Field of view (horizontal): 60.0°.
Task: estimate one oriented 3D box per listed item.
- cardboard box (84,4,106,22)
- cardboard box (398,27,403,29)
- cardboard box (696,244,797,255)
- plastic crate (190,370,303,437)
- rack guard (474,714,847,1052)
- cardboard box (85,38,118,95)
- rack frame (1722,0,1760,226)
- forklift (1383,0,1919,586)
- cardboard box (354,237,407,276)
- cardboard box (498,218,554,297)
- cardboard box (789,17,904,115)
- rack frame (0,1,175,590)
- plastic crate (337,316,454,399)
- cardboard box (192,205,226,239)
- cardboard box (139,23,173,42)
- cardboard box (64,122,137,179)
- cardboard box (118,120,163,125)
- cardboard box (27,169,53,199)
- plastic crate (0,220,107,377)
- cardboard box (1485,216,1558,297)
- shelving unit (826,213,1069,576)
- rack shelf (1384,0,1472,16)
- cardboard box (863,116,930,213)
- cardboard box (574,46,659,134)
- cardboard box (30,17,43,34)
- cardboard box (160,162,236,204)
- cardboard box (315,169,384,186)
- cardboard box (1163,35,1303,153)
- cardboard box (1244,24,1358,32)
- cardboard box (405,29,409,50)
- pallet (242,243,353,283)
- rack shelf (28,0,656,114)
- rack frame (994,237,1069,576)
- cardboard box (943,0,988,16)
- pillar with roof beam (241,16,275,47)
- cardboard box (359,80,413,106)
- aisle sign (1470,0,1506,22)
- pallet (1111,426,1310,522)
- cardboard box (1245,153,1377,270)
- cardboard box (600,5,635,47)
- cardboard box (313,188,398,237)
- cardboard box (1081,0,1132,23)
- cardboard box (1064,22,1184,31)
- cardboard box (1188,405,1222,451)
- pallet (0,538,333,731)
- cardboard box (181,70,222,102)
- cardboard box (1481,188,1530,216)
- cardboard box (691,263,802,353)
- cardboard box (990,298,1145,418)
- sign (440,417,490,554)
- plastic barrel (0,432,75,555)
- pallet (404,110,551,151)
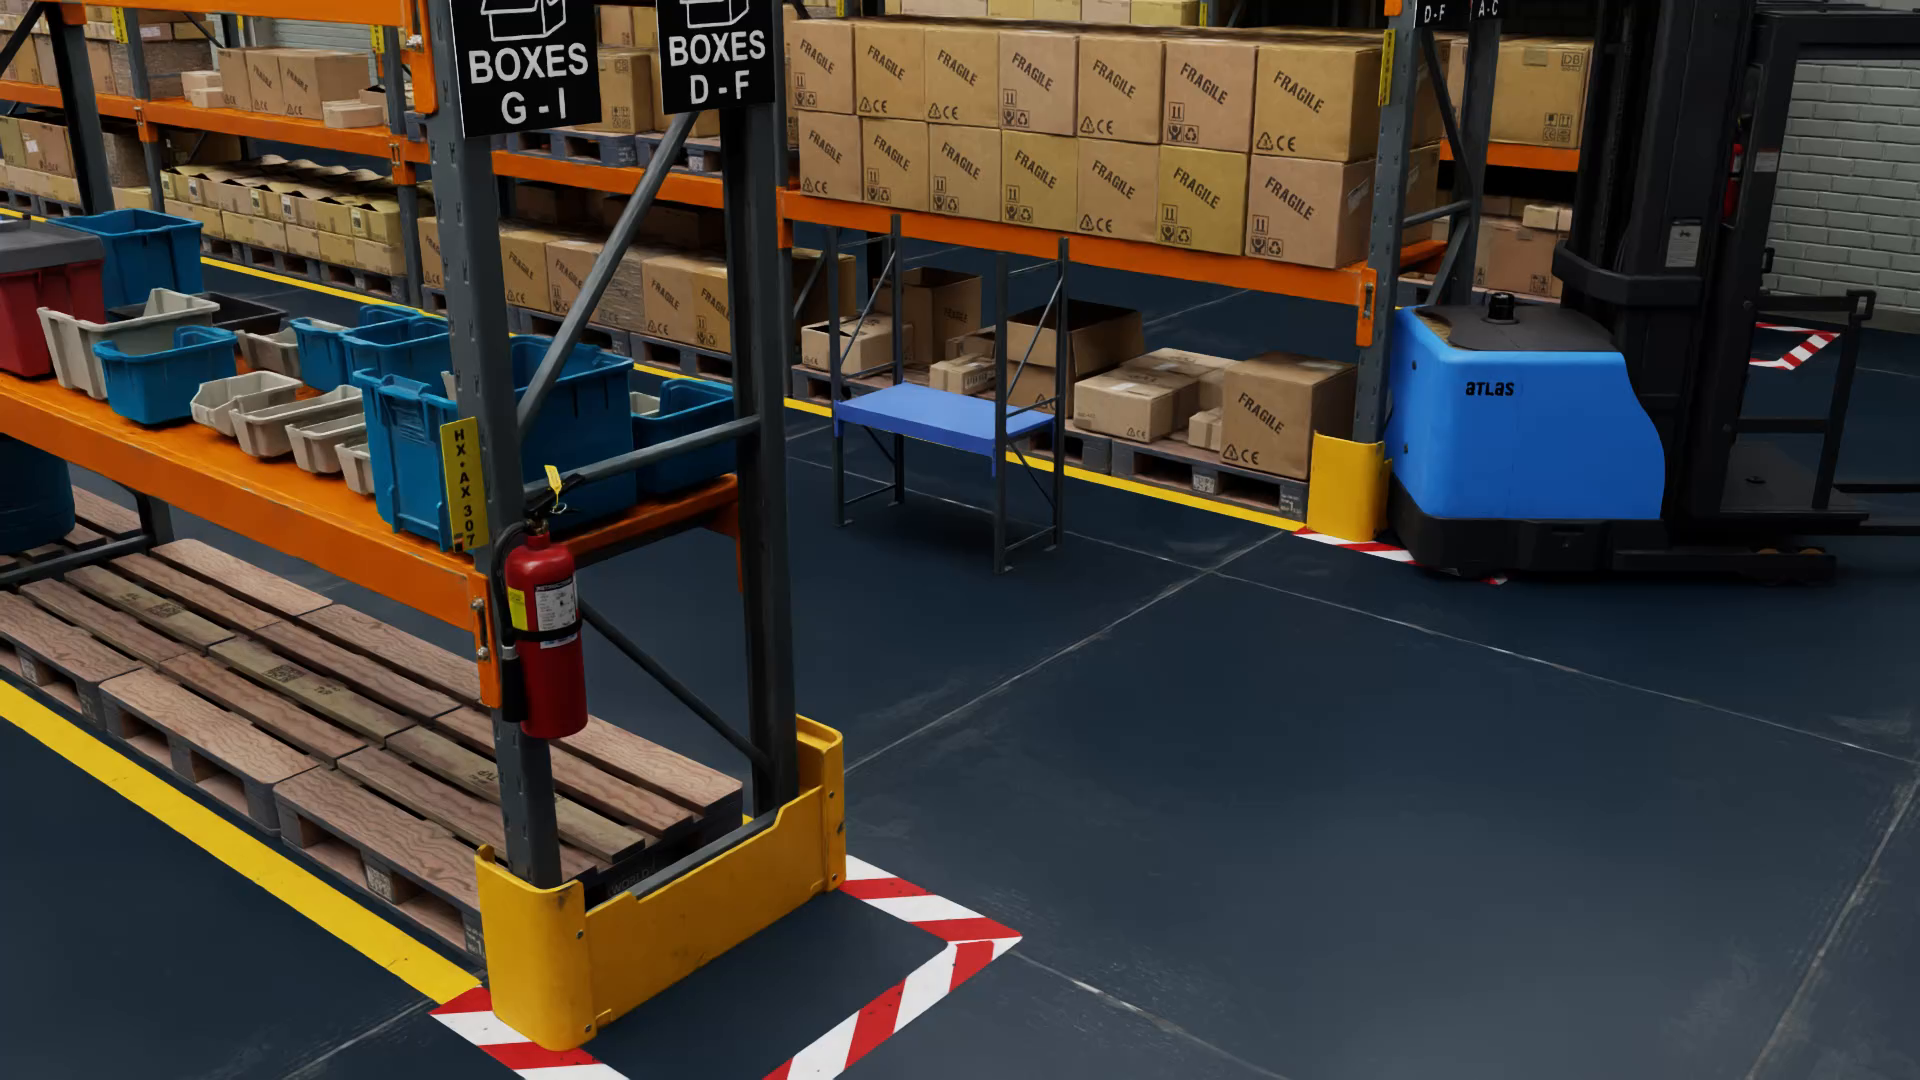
[{"bbox_3d":[-7.768,-5.104,15.471,0.500,0.500,0.700,16,26,36],"label":"cardboard box"},{"bbox_3d":[-6.817,-6.589,20.511,0.500,0.500,0.500,16,26,36],"label":"cardboard box"},{"bbox_3d":[-1.471,-1.782,11.562,0.500,0.500,0.500,17,26,37],"label":"cardboard box"},{"bbox_3d":[-2.300,-0.432,5.351,0.250,0.136,0.298,16,26,36],"label":"plastic crate"},{"bbox_3d":[-0.839,0.962,4.909,0.348,0.500,1.175,16,26,36],"label":"rack guard"},{"bbox_3d":[-7.788,-4.500,15.709,0.500,0.500,0.700,16,26,36],"label":"cardboard box"},{"bbox_3d":[5.399,-2.918,11.655,0.127,3.000,1.000,16,26,36],"label":"rack frame"},{"bbox_3d":[3.630,-1.351,7.598,3.031,2.935,1.130,0,21,1],"label":"forklift"},{"bbox_3d":[-4.490,-2.308,13.340,0.500,0.250,0.500,17,26,38],"label":"cardboard box"},{"bbox_3d":[-3.348,-2.089,12.376,0.500,0.500,0.500,15,25,34],"label":"cardboard box"},{"bbox_3d":[-0.643,-2.788,9.751,0.500,0.500,0.500,17,26,38],"label":"cardboard box"},{"bbox_3d":[-3.965,-1.102,6.840,0.127,3.000,1.000,16,26,36],"label":"rack frame"},{"bbox_3d":[-1.869,-0.598,5.656,0.300,0.233,0.416,16,26,36],"label":"plastic crate"},{"bbox_3d":[-6.477,-2.878,14.851,0.500,0.250,0.500,17,26,38],"label":"cardboard box"},{"bbox_3d":[-7.374,-4.593,15.035,0.250,0.149,0.380,16,26,36],"label":"cardboard box"},{"bbox_3d":[-8.295,-3.770,16.153,0.500,0.500,0.500,16,26,36],"label":"cardboard box"},{"bbox_3d":[-7.964,-3.913,16.533,0.500,0.500,0.500,16,26,36],"label":"cardboard box"},{"bbox_3d":[-9.075,-3.640,16.871,0.500,0.250,0.500,16,26,36],"label":"cardboard box"},{"bbox_3d":[-3.431,-0.892,6.108,0.583,0.464,0.402,16,26,36],"label":"plastic crate"},{"bbox_3d":[4.405,-2.185,12.659,0.500,0.500,0.700,16,26,36],"label":"cardboard box"},{"bbox_3d":[-0.066,-0.721,7.954,1.048,1.500,0.538,16,26,36],"label":"shelving unit"},{"bbox_3d":[0.720,-3.076,8.842,4.000,0.370,1.077,16,26,36],"label":"rack shelf"},{"bbox_3d":[-0.208,-2.201,9.611,0.500,0.500,0.500,17,26,37],"label":"cardboard box"},{"bbox_3d":[-2.237,-3.076,11.337,0.500,0.500,0.700,9,23,23],"label":"cardboard box"},{"bbox_3d":[-8.768,-4.993,16.097,0.250,0.149,0.380,16,26,37],"label":"cardboard box"},{"bbox_3d":[-6.865,-3.252,15.048,0.500,0.311,0.500,16,26,36],"label":"cardboard box"},{"bbox_3d":[-5.353,-3.061,14.541,0.500,0.311,0.500,16,26,36],"label":"cardboard box"},{"bbox_3d":[1.359,-2.214,8.230,0.500,0.500,0.500,17,26,38],"label":"cardboard box"},{"bbox_3d":[2.710,-3.825,13.635,0.700,0.700,0.980,17,26,37],"label":"cardboard box"},{"bbox_3d":[-6.409,-6.119,20.328,0.500,0.250,0.500,15,25,35],"label":"cardboard box"},{"bbox_3d":[-5.483,-2.510,14.524,1.213,0.211,1.003,16,26,36],"label":"pallet"},{"bbox_3d":[-2.415,-1.723,5.254,4.000,0.370,1.077,16,26,36],"label":"rack shelf"},{"bbox_3d":[0.328,-0.607,7.653,0.032,1.500,0.500,16,26,36],"label":"rack frame"},{"bbox_3d":[0.196,-4.847,15.116,0.500,0.250,0.500,16,26,37],"label":"cardboard box"},{"bbox_3d":[-13.278,-9.537,20.704,0.400,9.000,9.100,16,26,36],"label":"pillar with roof beam"},{"bbox_3d":[-4.499,-3.559,13.480,0.500,0.311,0.500,16,26,36],"label":"cardboard box"},{"bbox_3d":[2.508,-2.844,7.775,0.004,0.787,0.394,16,26,36],"label":"aisle sign"},{"bbox_3d":[1.592,-0.453,9.070,1.213,0.211,1.003,16,26,36],"label":"pallet"},{"bbox_3d":[1.750,-1.635,8.112,0.500,0.500,0.500,17,27,38],"label":"cardboard box"},{"bbox_3d":[-3.525,-5.725,18.333,0.500,0.500,0.700,16,26,36],"label":"cardboard box"},{"bbox_3d":[-4.897,-2.684,13.541,0.500,0.311,0.500,16,26,35],"label":"cardboard box"},{"bbox_3d":[1.386,-4.507,14.216,0.500,0.250,0.500,17,26,37],"label":"cardboard box"},{"bbox_3d":[0.904,-2.589,9.224,0.500,0.500,0.500,16,26,36],"label":"cardboard box"},{"bbox_3d":[1.435,-0.612,8.932,0.250,0.166,0.380,16,26,36],"label":"cardboard box"},{"bbox_3d":[-3.370,0.356,6.925,1.213,0.211,1.003,16,26,36],"label":"pallet"},{"bbox_3d":[-6.618,-4.072,14.928,0.500,0.250,0.500,18,27,40],"label":"cardboard box"},{"bbox_3d":[4.232,-2.629,12.917,0.250,0.149,0.380,17,26,37],"label":"cardboard box"},{"bbox_3d":[-1.393,-1.523,10.876,0.500,0.500,0.500,16,26,36],"label":"cardboard box"},{"bbox_3d":[0.629,-1.075,9.683,0.637,0.503,0.797,16,26,36],"label":"cardboard box"},{"bbox_3d":[-1.201,-0.132,4.036,0.005,0.325,0.100,16,26,36],"label":"sign"},{"bbox_3d":[-4.375,-0.443,7.470,0.708,0.901,0.600,16,26,36],"label":"plastic barrel"},{"bbox_3d":[-3.359,-3.126,12.478,1.003,0.211,1.213,16,26,36],"label":"pallet"}]
